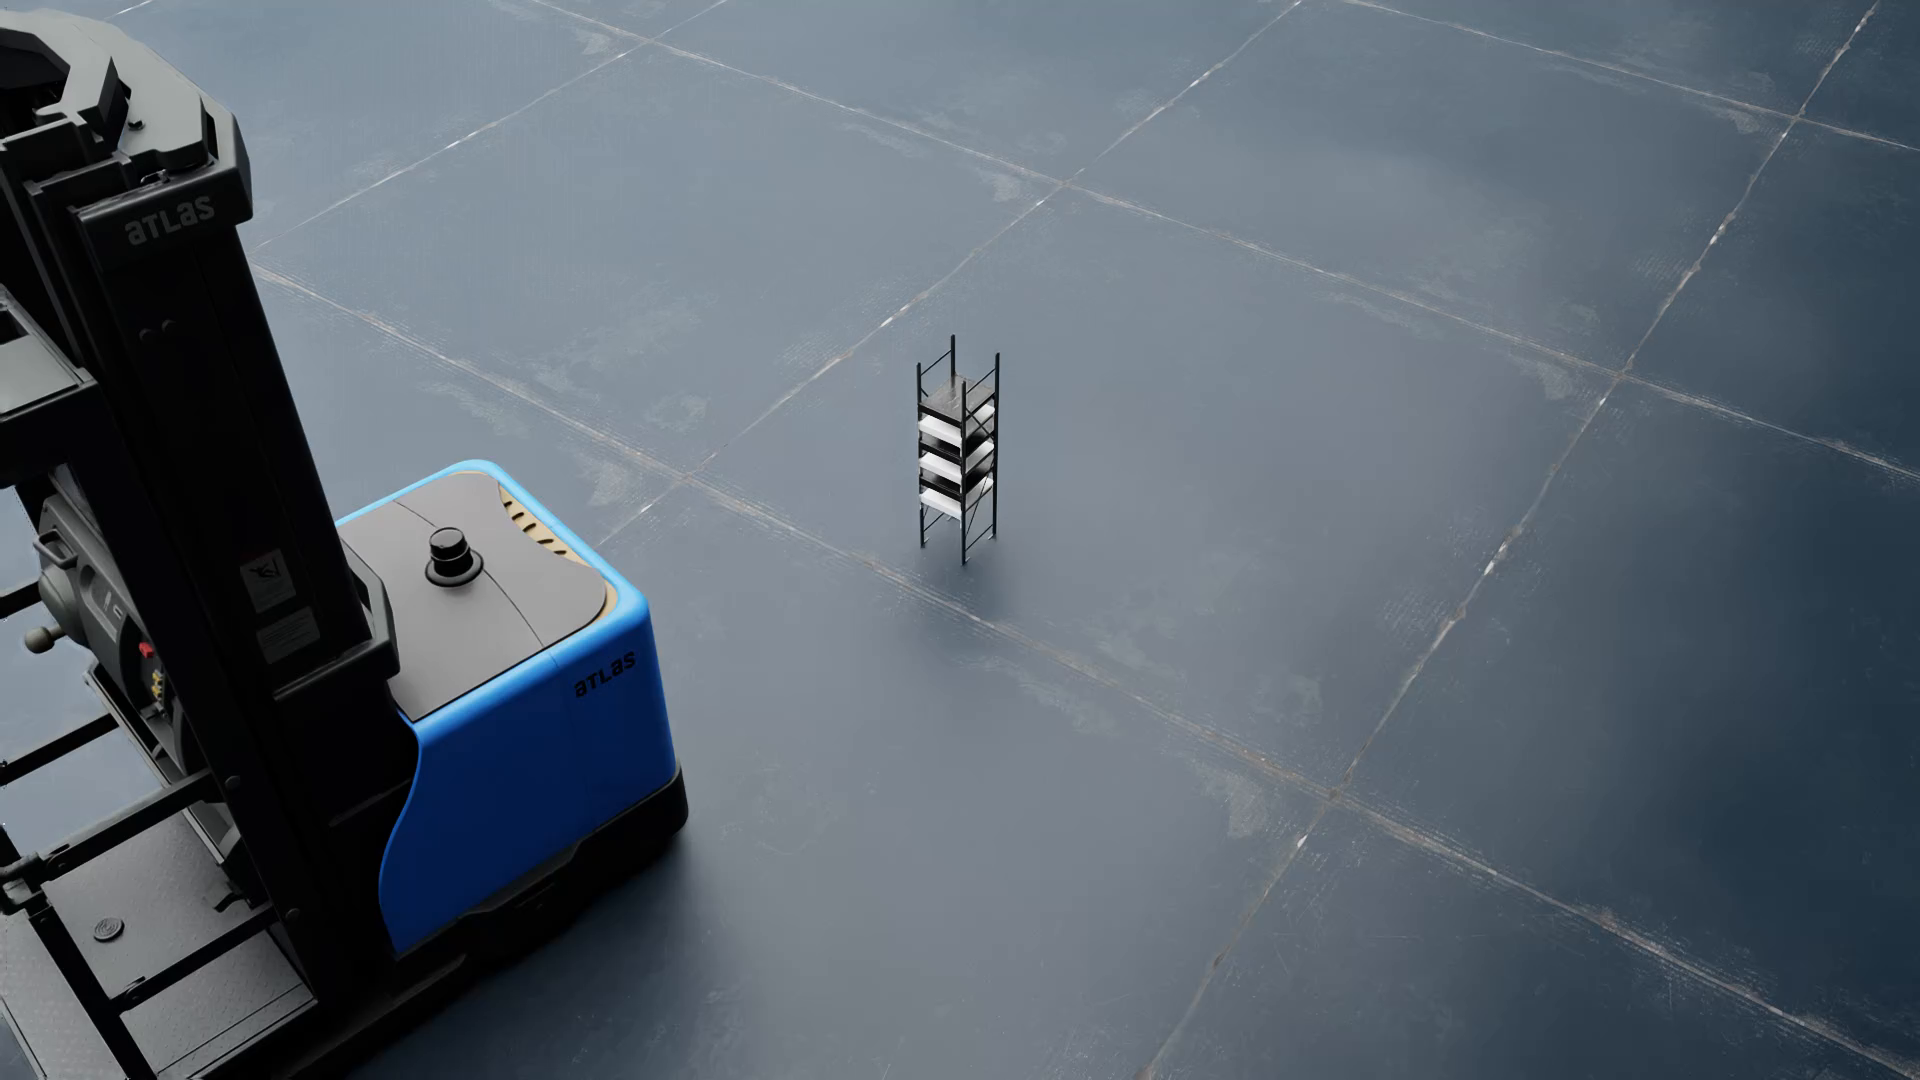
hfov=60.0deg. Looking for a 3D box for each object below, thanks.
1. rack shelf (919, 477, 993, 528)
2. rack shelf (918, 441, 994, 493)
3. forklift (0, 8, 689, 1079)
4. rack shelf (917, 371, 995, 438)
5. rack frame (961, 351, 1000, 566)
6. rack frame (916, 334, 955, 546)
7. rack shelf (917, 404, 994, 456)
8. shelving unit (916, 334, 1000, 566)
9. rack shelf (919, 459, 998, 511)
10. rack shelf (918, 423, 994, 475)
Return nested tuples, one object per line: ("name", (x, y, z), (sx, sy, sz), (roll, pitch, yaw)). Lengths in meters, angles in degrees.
("rack shelf", (-0.007, -0.179, 6.596), (0.200, 0.077, 0.258), (25, 48, 25))
("rack shelf", (-0.007, -0.314, 6.476), (0.200, 0.077, 0.258), (25, 48, 25))
("forklift", (-2.341, 0.318, 4.196), (3.031, 2.935, 1.130), (-32, 51, -30))
("rack shelf", (-0.007, -0.515, 6.296), (0.200, 0.077, 0.258), (25, 48, 25))
("rack frame", (0.077, -0.300, 6.410), (0.006, 0.900, 0.240), (25, 48, 25))
("rack frame", (-0.090, -0.377, 6.497), (0.006, 0.900, 0.240), (25, 48, 25))
("rack shelf", (-0.007, -0.448, 6.356), (0.200, 0.077, 0.258), (25, 48, 25))
("shelving unit", (-0.007, -0.338, 6.453), (0.210, 0.900, 0.258), (25, 48, 25))
("rack shelf", (-0.007, -0.247, 6.536), (0.200, 0.077, 0.258), (25, 48, 25))
("rack shelf", (-0.007, -0.381, 6.416), (0.200, 0.077, 0.258), (25, 48, 25))
